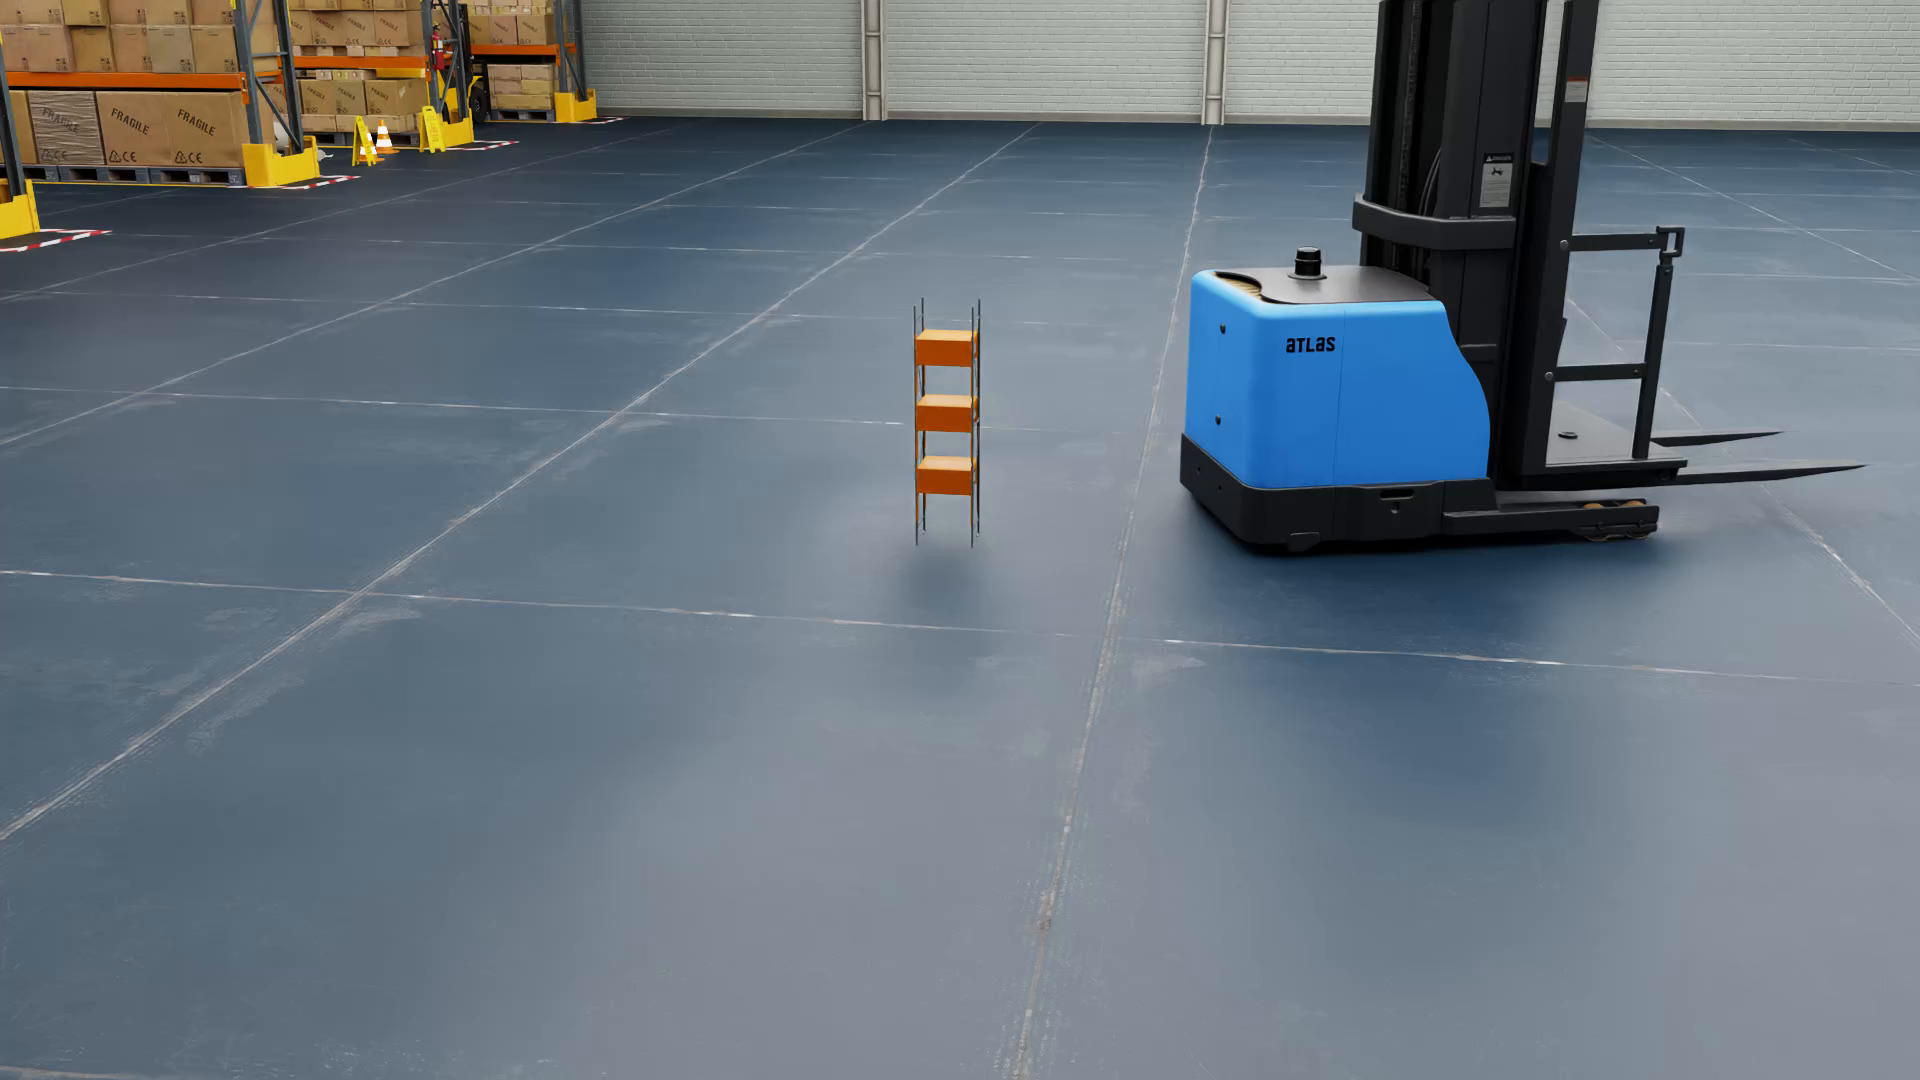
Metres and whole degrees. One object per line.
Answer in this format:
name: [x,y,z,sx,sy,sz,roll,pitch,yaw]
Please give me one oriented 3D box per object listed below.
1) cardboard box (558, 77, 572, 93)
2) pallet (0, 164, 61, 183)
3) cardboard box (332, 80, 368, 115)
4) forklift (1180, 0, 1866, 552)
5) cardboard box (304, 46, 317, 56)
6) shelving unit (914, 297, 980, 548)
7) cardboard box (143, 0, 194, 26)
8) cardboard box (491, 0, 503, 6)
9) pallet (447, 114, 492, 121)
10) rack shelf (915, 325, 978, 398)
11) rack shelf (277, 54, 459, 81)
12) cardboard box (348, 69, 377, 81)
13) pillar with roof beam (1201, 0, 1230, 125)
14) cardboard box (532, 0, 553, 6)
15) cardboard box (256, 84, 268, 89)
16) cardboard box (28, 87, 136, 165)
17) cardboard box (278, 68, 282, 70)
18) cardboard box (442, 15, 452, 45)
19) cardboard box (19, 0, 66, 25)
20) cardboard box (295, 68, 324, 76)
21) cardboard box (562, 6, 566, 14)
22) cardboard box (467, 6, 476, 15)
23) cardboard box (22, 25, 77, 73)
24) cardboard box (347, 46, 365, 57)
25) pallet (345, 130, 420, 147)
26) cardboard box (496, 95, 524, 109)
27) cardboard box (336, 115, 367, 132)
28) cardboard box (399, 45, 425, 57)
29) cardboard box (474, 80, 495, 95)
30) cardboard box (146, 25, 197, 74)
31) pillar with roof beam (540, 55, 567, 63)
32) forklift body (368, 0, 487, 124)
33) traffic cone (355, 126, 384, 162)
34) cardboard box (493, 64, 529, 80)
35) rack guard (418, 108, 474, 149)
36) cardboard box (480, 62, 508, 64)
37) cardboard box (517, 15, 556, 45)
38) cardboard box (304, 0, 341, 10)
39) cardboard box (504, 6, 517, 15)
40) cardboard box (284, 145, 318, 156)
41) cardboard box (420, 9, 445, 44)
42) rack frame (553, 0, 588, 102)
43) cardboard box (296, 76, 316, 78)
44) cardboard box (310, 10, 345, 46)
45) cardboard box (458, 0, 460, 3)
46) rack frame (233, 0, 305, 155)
cardboard box: [-7.331,-8.185,29.921,0.500,0.250,0.500,3,19,10]
pallet: [-11.580,-4.669,20.924,1.213,0.211,1.003,3,19,9]
cardboard box: [-9.031,-6.643,24.919,0.500,0.500,0.500,4,19,11]
forklift: [2.610,-1.545,7.300,3.031,2.935,1.130,-3,19,-9]
cardboard box: [-9.592,-7.324,24.861,0.250,0.149,0.380,3,19,9]
shelving unit: [-0.053,-0.501,7.145,0.252,1.050,0.215,3,19,9]
cardboard box: [-9.286,-6.465,19.960,0.550,0.550,0.875,3,19,9]
cardboard box: [-8.032,-9.455,29.185,0.250,0.149,0.380,3,19,9]
pallet: [-8.862,-7.729,30.069,1.213,0.211,1.003,3,19,9]
rack shelf: [-0.053,-0.760,7.058,0.240,0.259,0.215,3,19,9]
rack shelf: [-9.658,-7.168,25.132,4.000,0.370,1.077,3,19,9]
cardboard box: [-8.889,-6.923,24.734,0.250,0.149,0.380,3,19,10]
pillar with roof beam: [3.721,-10.173,23.526,0.400,9.000,9.100,3,19,9]
cardboard box: [-7.287,-9.412,29.056,0.250,0.149,0.380,3,19,9]
cardboard box: [-10.562,-6.723,25.158,0.500,0.500,0.500,4,19,11]
cardboard box: [-10.817,-5.148,20.647,0.875,0.875,0.875,3,19,9]
cardboard box: [-10.205,-6.991,24.937,0.250,0.149,0.380,4,19,12]
cardboard box: [-8.942,-9.030,29.406,0.500,0.500,0.500,3,19,9]
cardboard box: [-10.886,-6.546,20.202,0.550,0.550,0.875,3,19,9]
cardboard box: [-12.131,-8.302,30.469,0.625,0.625,0.875,3,19,8]
cardboard box: [-7.193,-9.417,29.540,0.250,0.149,0.380,2,19,7]
cardboard box: [-8.557,-9.305,29.206,0.250,0.149,0.380,3,19,9]
cardboard box: [-10.891,-6.025,20.348,0.550,0.550,0.875,3,19,9]
cardboard box: [-8.863,-7.242,24.616,0.250,0.149,0.380,3,19,10]
pallet: [-8.555,-6.142,25.326,1.213,0.211,1.003,3,19,9]
cardboard box: [-7.903,-7.812,29.593,0.500,0.250,0.500,3,19,9]
cardboard box: [-9.034,-6.289,25.042,0.500,0.250,0.500,3,19,9]
cardboard box: [-8.086,-7.241,24.613,0.250,0.149,0.380,4,19,10]
cardboard box: [-8.436,-8.070,29.580,0.500,0.250,0.500,2,19,7]
cardboard box: [-9.289,-5.949,20.119,0.550,0.550,0.875,3,19,9]
pillar with roof beam: [-8.127,-10.777,25.331,0.400,9.000,9.100,3,19,9]
forklift body: [-9.061,-8.085,28.077,1.214,2.155,2.313,3,19,9]
traffic cone: [-8.153,-5.458,22.886,0.334,0.463,0.336,3,19,9]
cardboard box: [-7.909,-8.282,29.425,0.500,0.250,0.500,3,19,10]
rack guard: [-7.758,-6.227,25.125,0.348,0.500,1.175,3,19,9]
cardboard box: [-8.330,-8.469,29.983,0.500,0.250,0.500,3,19,8]
cardboard box: [-7.427,-8.954,29.178,0.500,0.500,0.500,3,19,7]
cardboard box: [-9.241,-8.050,24.431,0.500,0.500,0.700,3,19,8]
cardboard box: [-7.790,-9.284,29.143,0.250,0.149,0.380,3,19,10]
cardboard box: [-9.297,-5.490,23.475,0.250,0.149,0.380,14,23,37]
cardboard box: [-8.107,-7.708,24.985,0.500,0.500,0.500,3,19,8]
rack frame: [-6.900,-8.964,29.365,0.127,3.000,1.000,3,19,9]
cardboard box: [-9.999,-6.864,25.581,0.500,0.500,0.500,4,19,12]
cardboard box: [-9.250,-7.591,24.636,0.500,0.500,0.500,3,19,8]
cardboard box: [-8.802,-9.487,29.281,0.250,0.149,0.380,3,19,9]
rack frame: [-8.369,-5.853,20.067,0.127,3.000,1.000,3,19,9]
